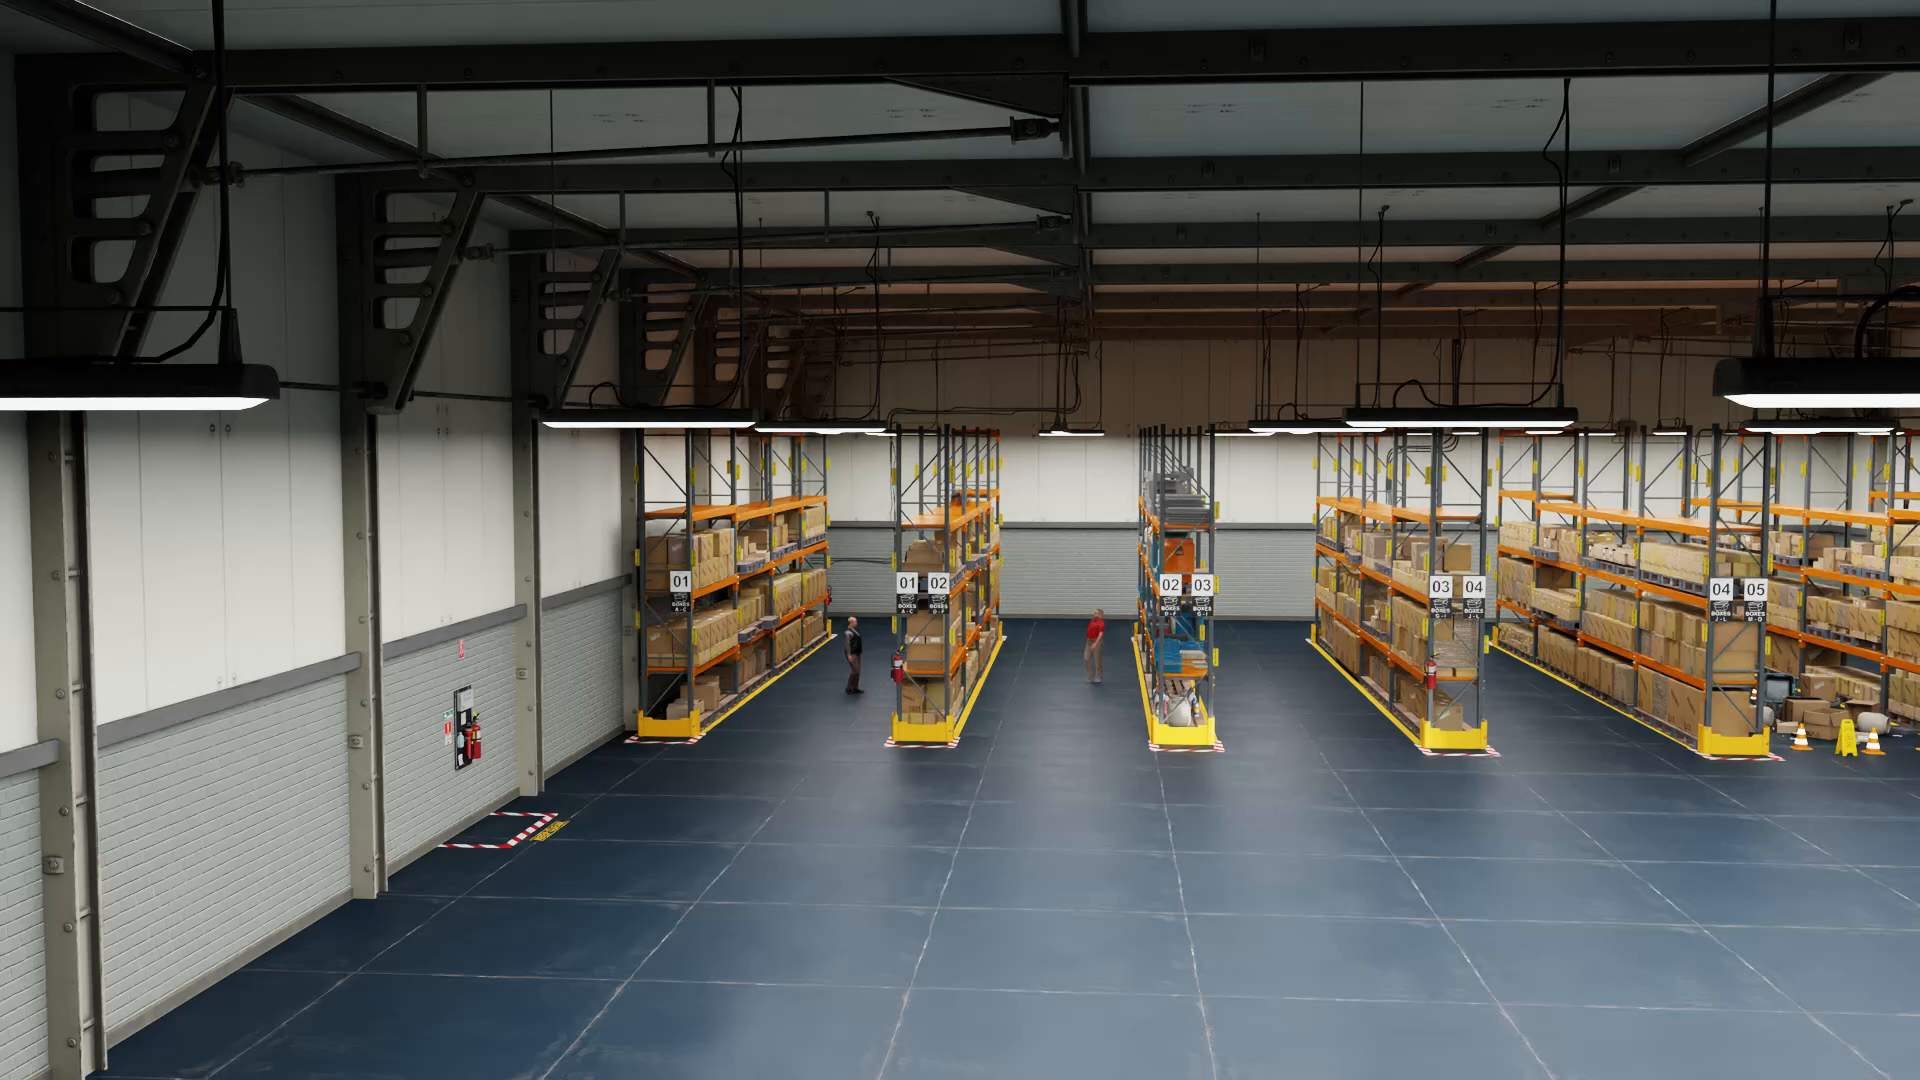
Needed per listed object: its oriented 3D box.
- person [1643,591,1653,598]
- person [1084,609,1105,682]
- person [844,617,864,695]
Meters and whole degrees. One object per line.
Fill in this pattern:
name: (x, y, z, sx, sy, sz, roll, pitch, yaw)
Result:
person: (19.379, 1.981, 47.053, 0.941, 1.742, 0.597, 0, 3, 3)
person: (3.137, 2.514, 39.168, 0.617, 1.793, 0.576, 3, 5, 44)
person: (-2.380, 2.622, 37.483, 0.402, 1.783, 0.566, 1, 4, 18)
